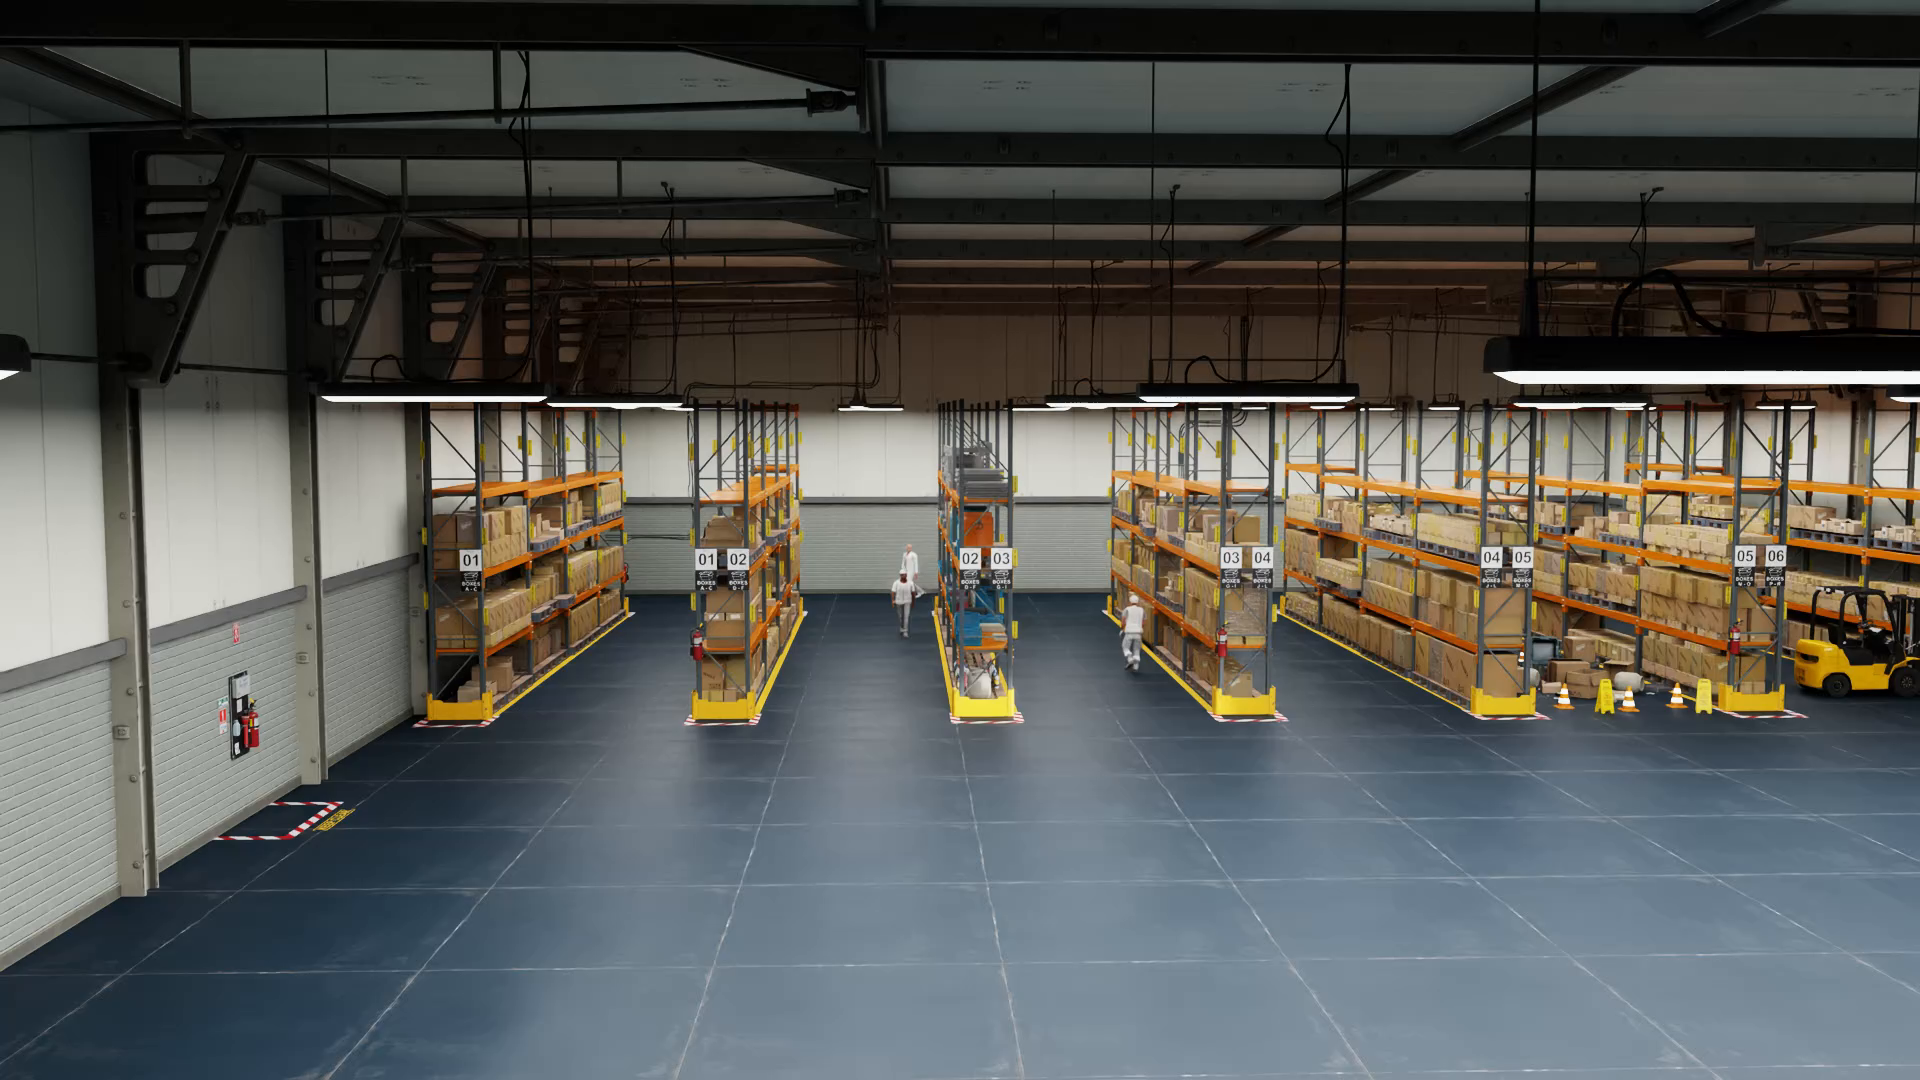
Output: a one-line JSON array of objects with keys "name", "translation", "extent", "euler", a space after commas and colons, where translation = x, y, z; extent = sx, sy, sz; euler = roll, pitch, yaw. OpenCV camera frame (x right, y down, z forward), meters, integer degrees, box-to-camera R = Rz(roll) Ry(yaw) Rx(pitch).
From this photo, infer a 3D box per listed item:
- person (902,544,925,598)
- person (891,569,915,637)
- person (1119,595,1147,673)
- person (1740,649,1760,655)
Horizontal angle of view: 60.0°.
[{"name": "person", "translation": [-1.521, 0.984, 50.852], "extent": [1.079, 1.736, 0.532], "euler": [-2, 5, -29]}, {"name": "person", "translation": [-1.466, 1.603, 42.766], "extent": [0.596, 1.705, 1.069], "euler": [0, 4, 2]}, {"name": "person", "translation": [3.854, 2.080, 37.005], "extent": [0.644, 1.683, 0.795], "euler": [0, 4, -2]}, {"name": "person", "translation": [17.227, 2.129, 36.087], "extent": [0.533, 1.806, 0.602], "euler": [-1, 4, -7]}]
